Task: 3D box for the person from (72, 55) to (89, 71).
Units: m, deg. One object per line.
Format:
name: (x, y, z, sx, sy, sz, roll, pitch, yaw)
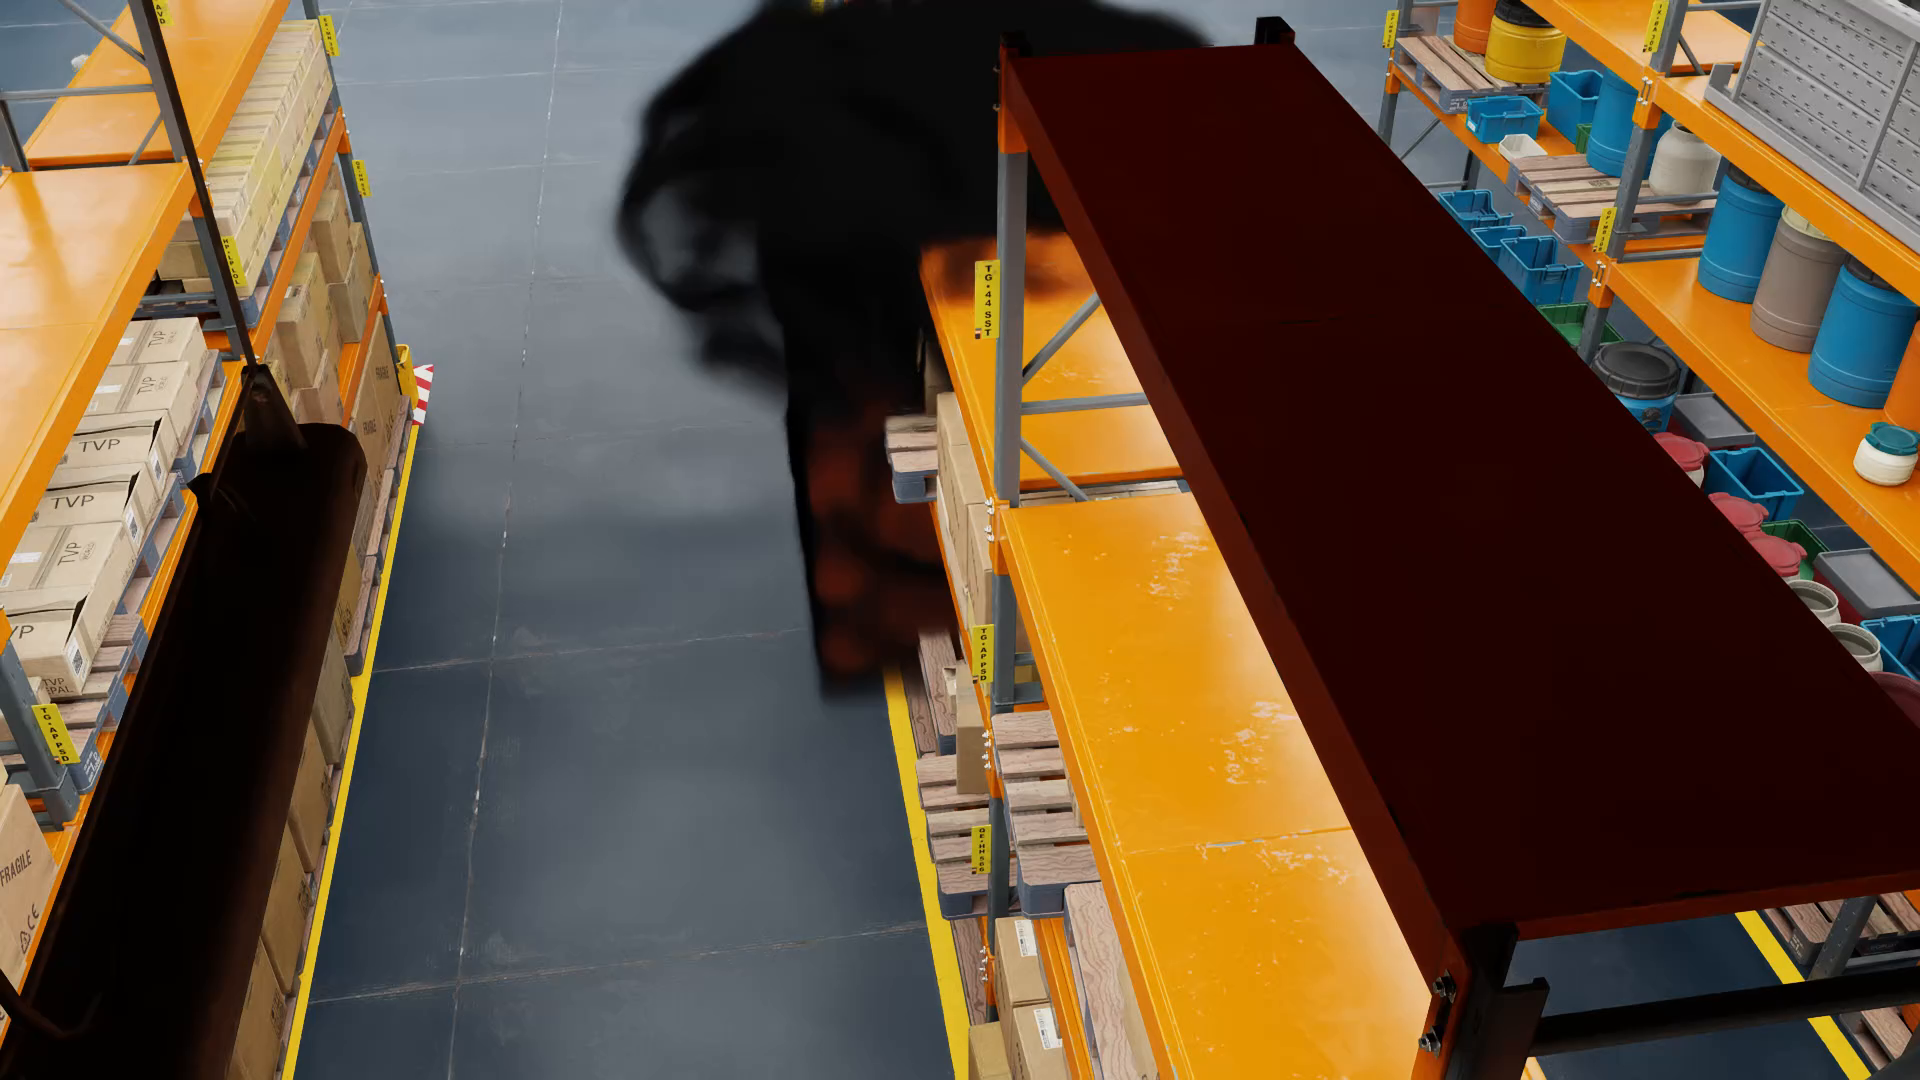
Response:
person: (-9.102, -4.337, 17.836, 0.698, 1.800, 0.945, -29, 45, -34)
